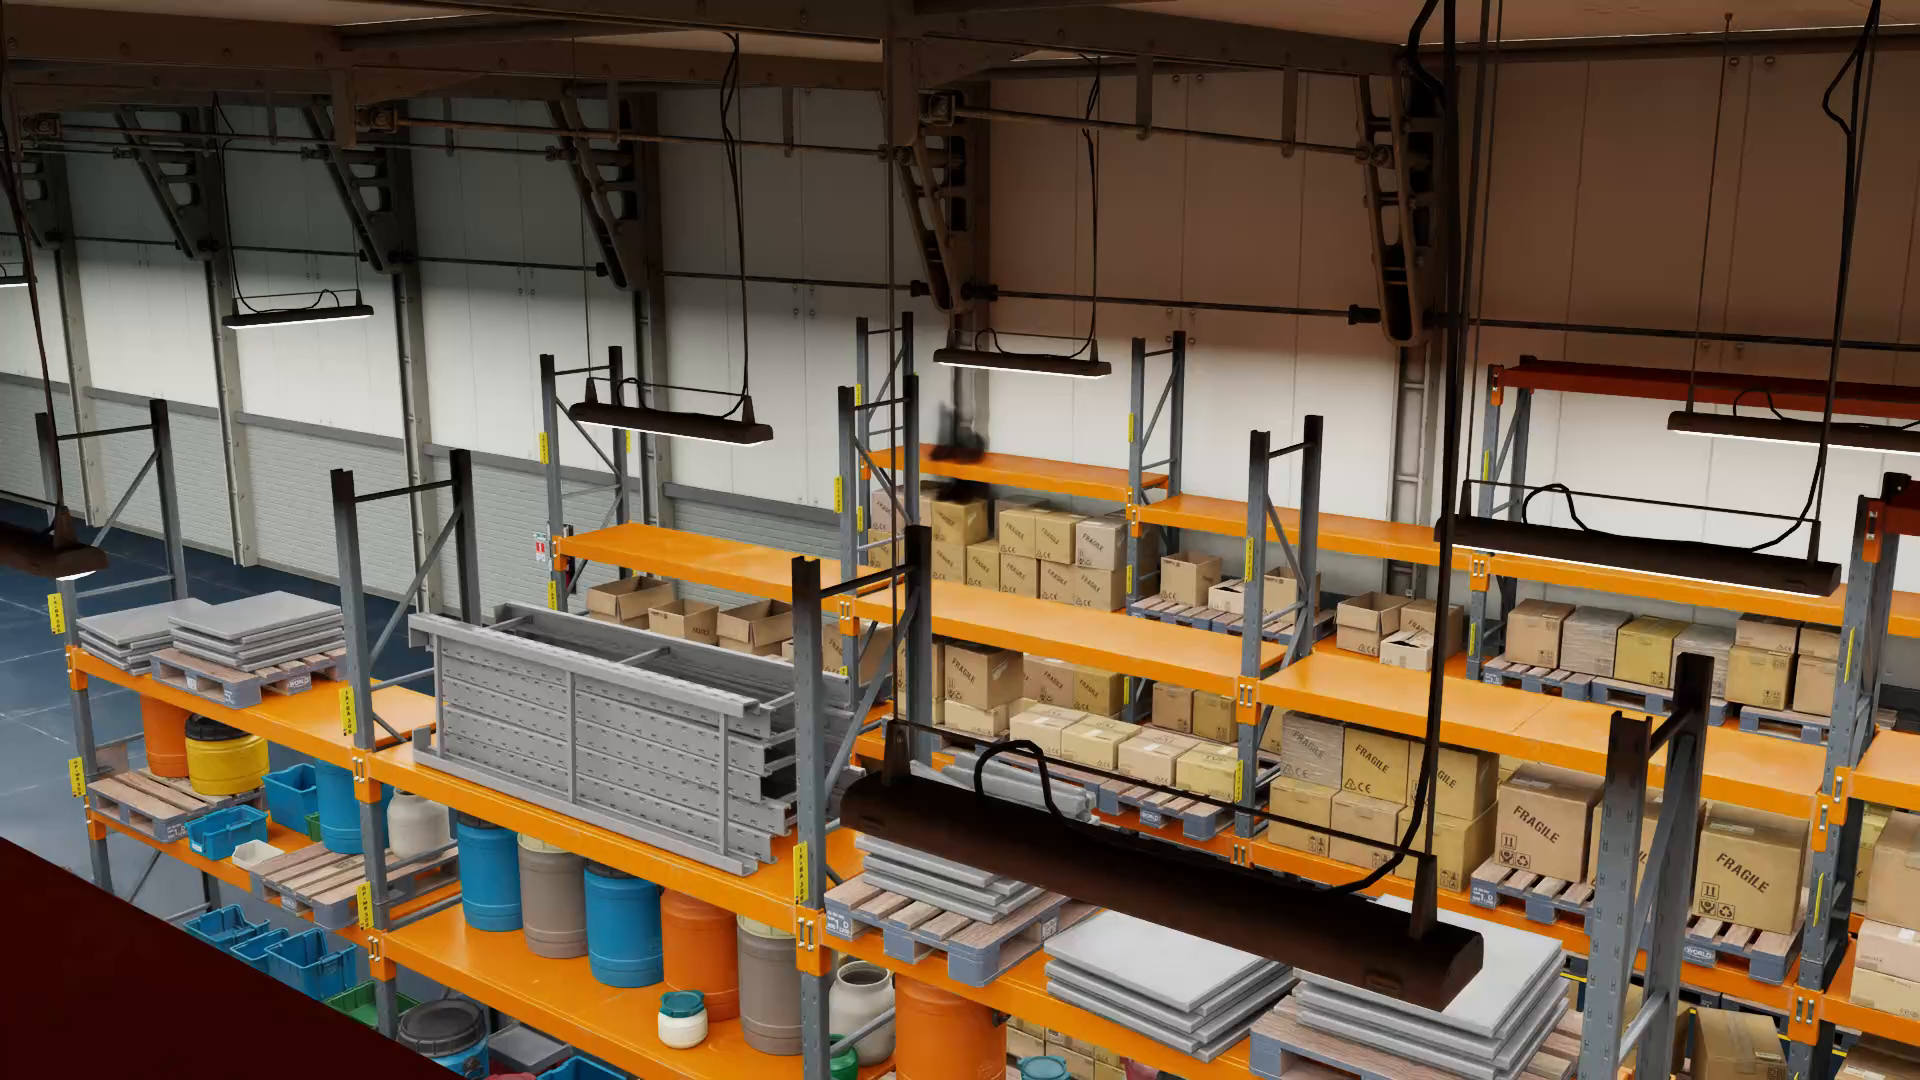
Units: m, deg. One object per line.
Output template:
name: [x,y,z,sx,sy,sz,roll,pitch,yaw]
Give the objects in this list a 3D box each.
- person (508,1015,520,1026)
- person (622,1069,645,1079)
person: [-3.597,4.115,13.784,0.619,1.660,0.590,9,16,34]
person: [-2.682,4.033,13.933,0.796,1.844,0.685,6,14,23]
